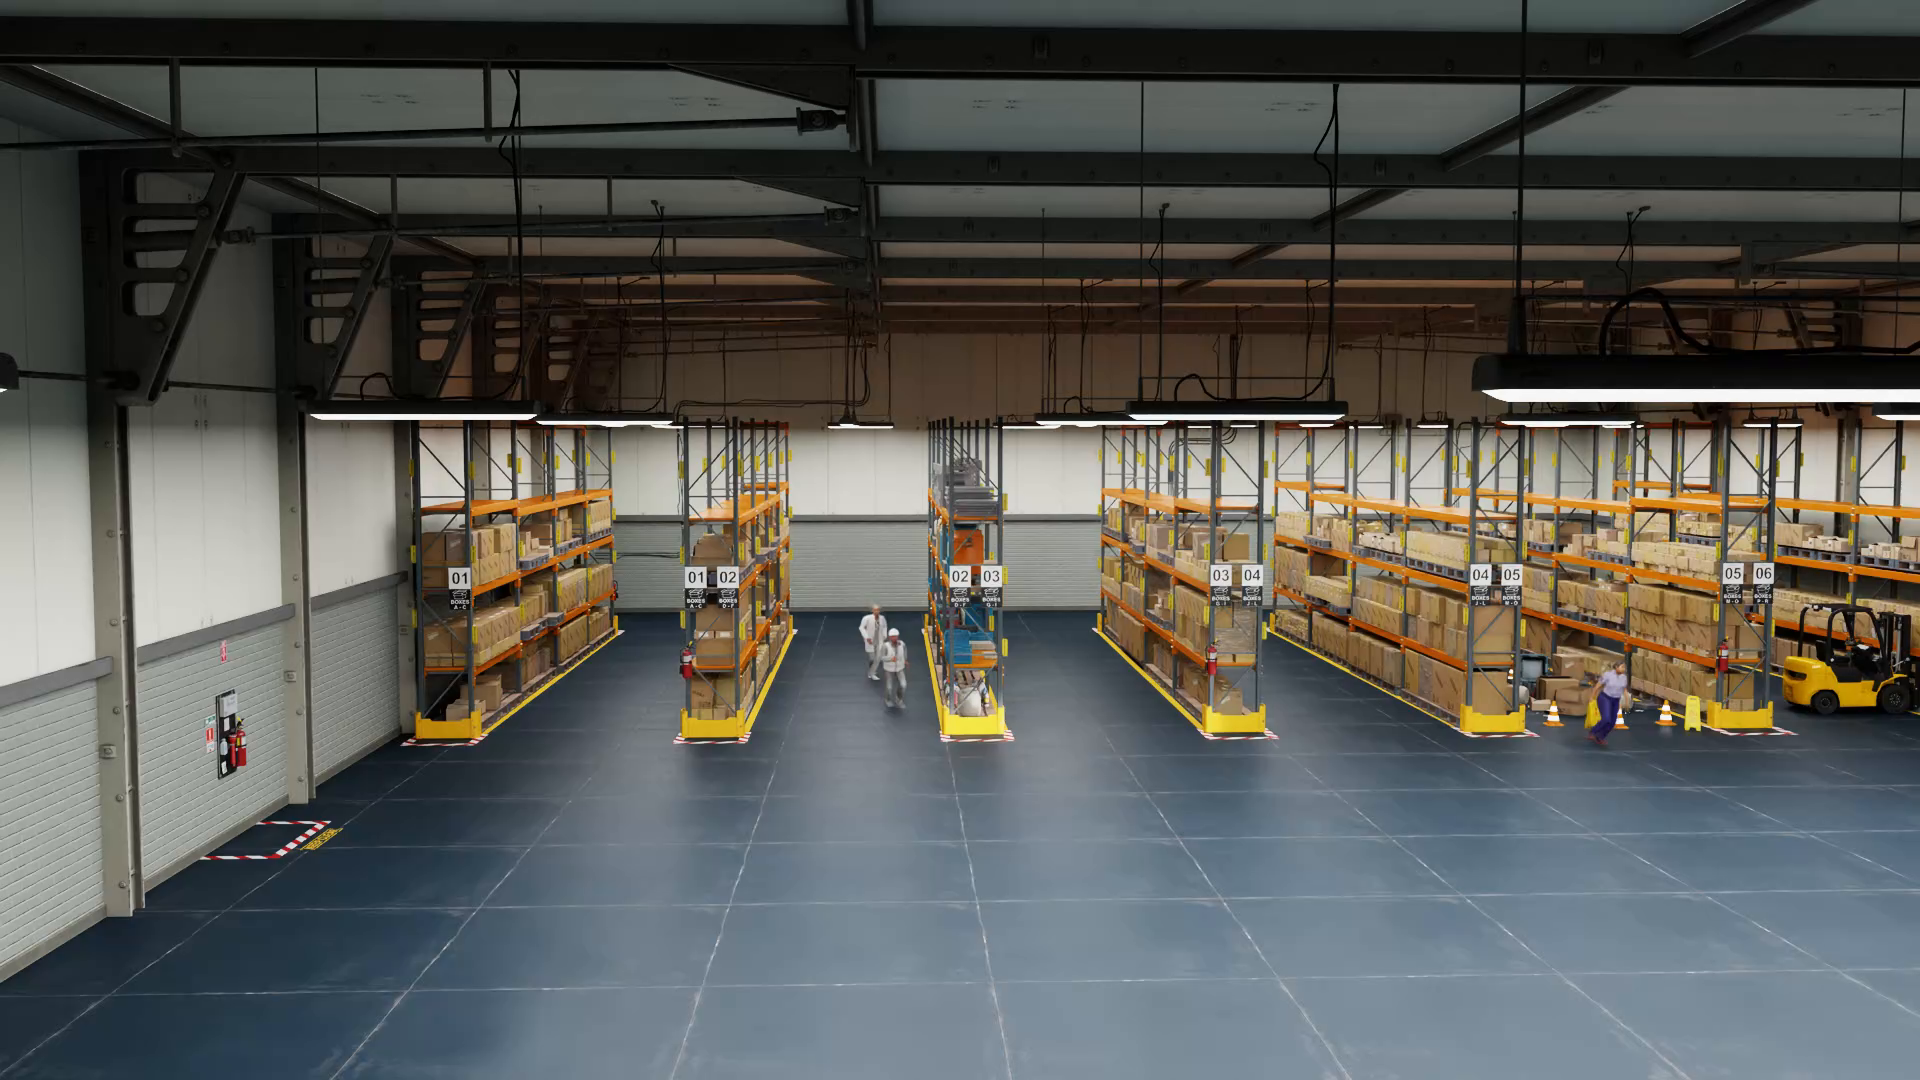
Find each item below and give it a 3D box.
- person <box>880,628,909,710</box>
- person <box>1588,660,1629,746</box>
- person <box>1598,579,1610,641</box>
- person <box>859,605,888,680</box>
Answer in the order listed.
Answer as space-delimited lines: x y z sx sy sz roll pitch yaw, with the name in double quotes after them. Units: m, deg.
-1.345 2.645 34.128 0.652 1.704 0.961 -1 4 -14 "person"
11.807 2.959 30.273 0.639 1.604 0.553 -1 4 -21 "person"
17.156 1.916 44.859 0.698 1.748 0.894 -1 4 -21 "person"
-2.016 2.356 38.567 0.698 1.733 0.649 -1 4 -18 "person"
